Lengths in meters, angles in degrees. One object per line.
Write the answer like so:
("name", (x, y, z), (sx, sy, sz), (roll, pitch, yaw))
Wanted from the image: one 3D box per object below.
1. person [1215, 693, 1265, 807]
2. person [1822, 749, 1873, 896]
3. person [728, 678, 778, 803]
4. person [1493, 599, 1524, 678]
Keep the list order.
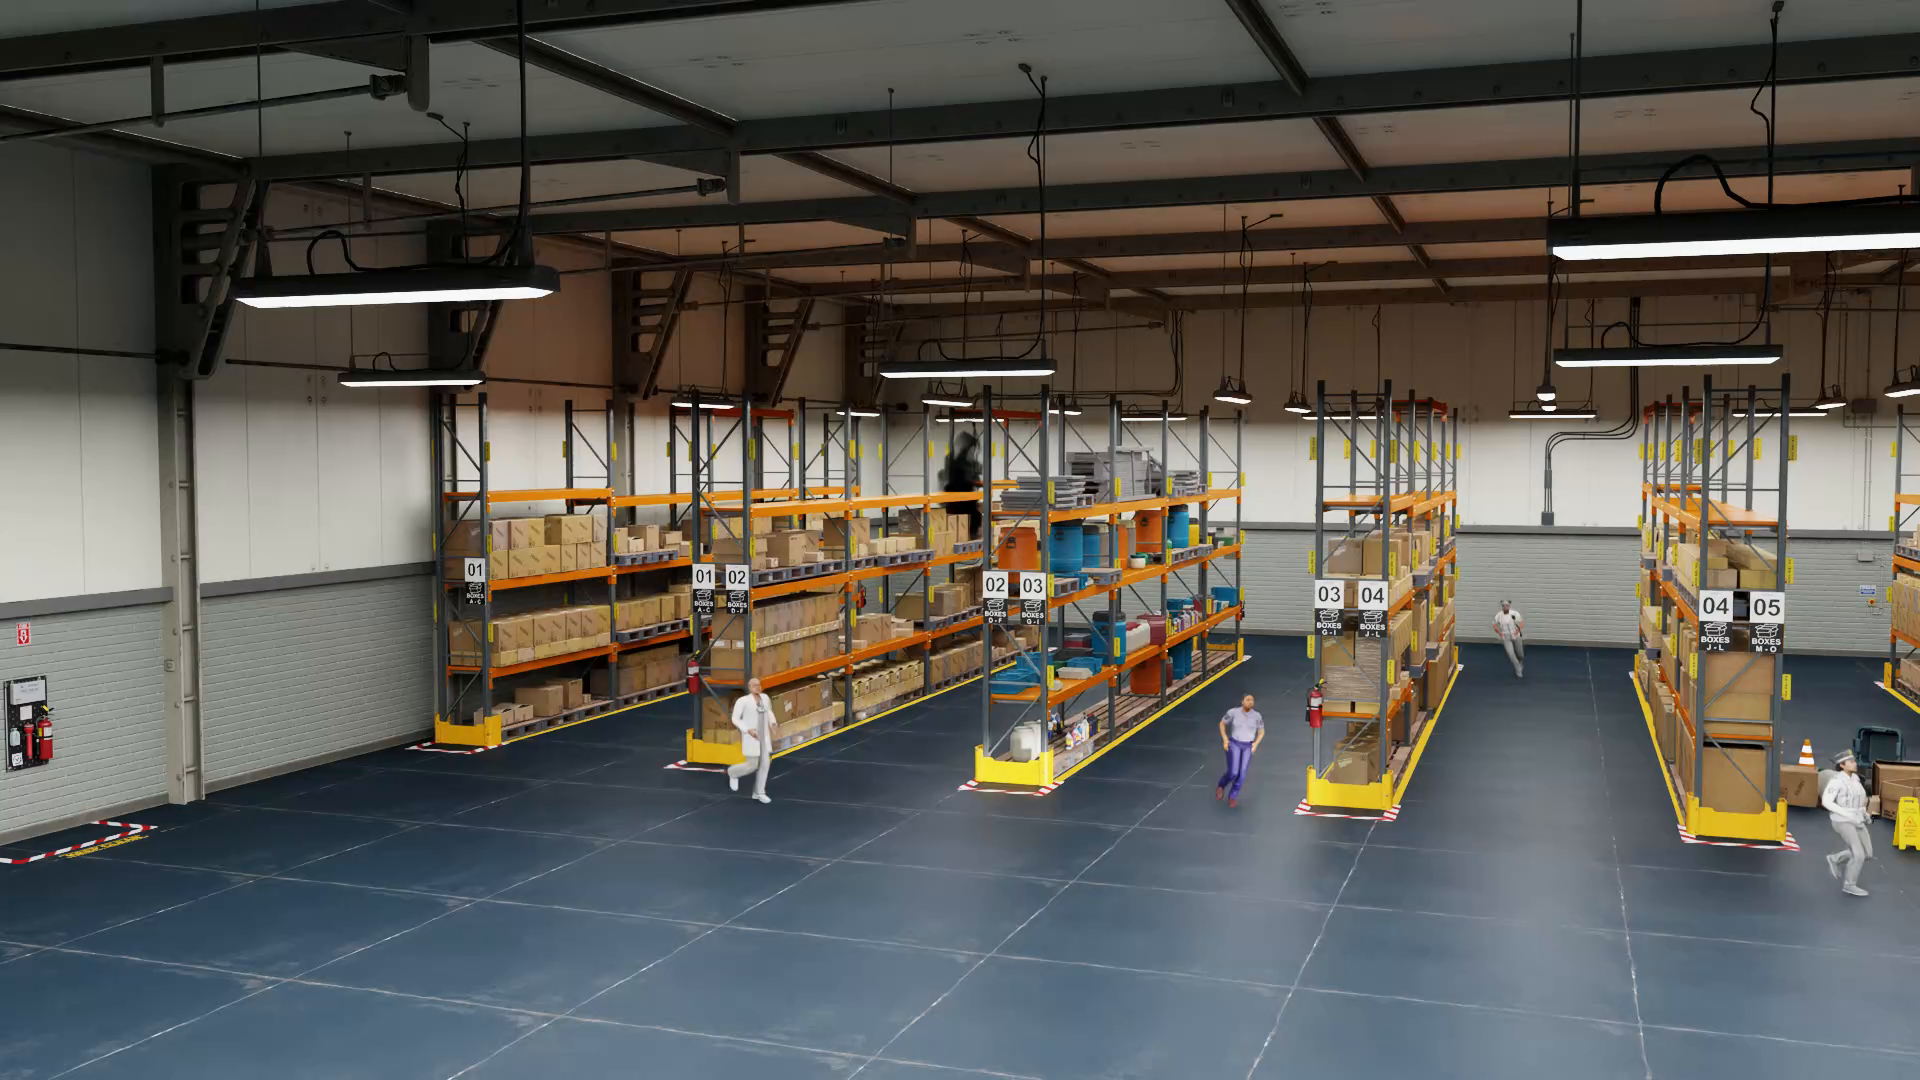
("person", (3.984, 2.959, 23.523), (0.673, 1.595, 0.468), (0, 3, -5))
("person", (10.060, 3.187, 18.887), (0.655, 1.631, 0.550), (-2, 3, -28))
("person", (-2.979, 2.861, 23.966), (0.708, 1.768, 0.826), (-3, 4, -40))
("person", (12.272, 2.173, 37.201), (0.680, 1.722, 0.813), (1, 3, 17))
